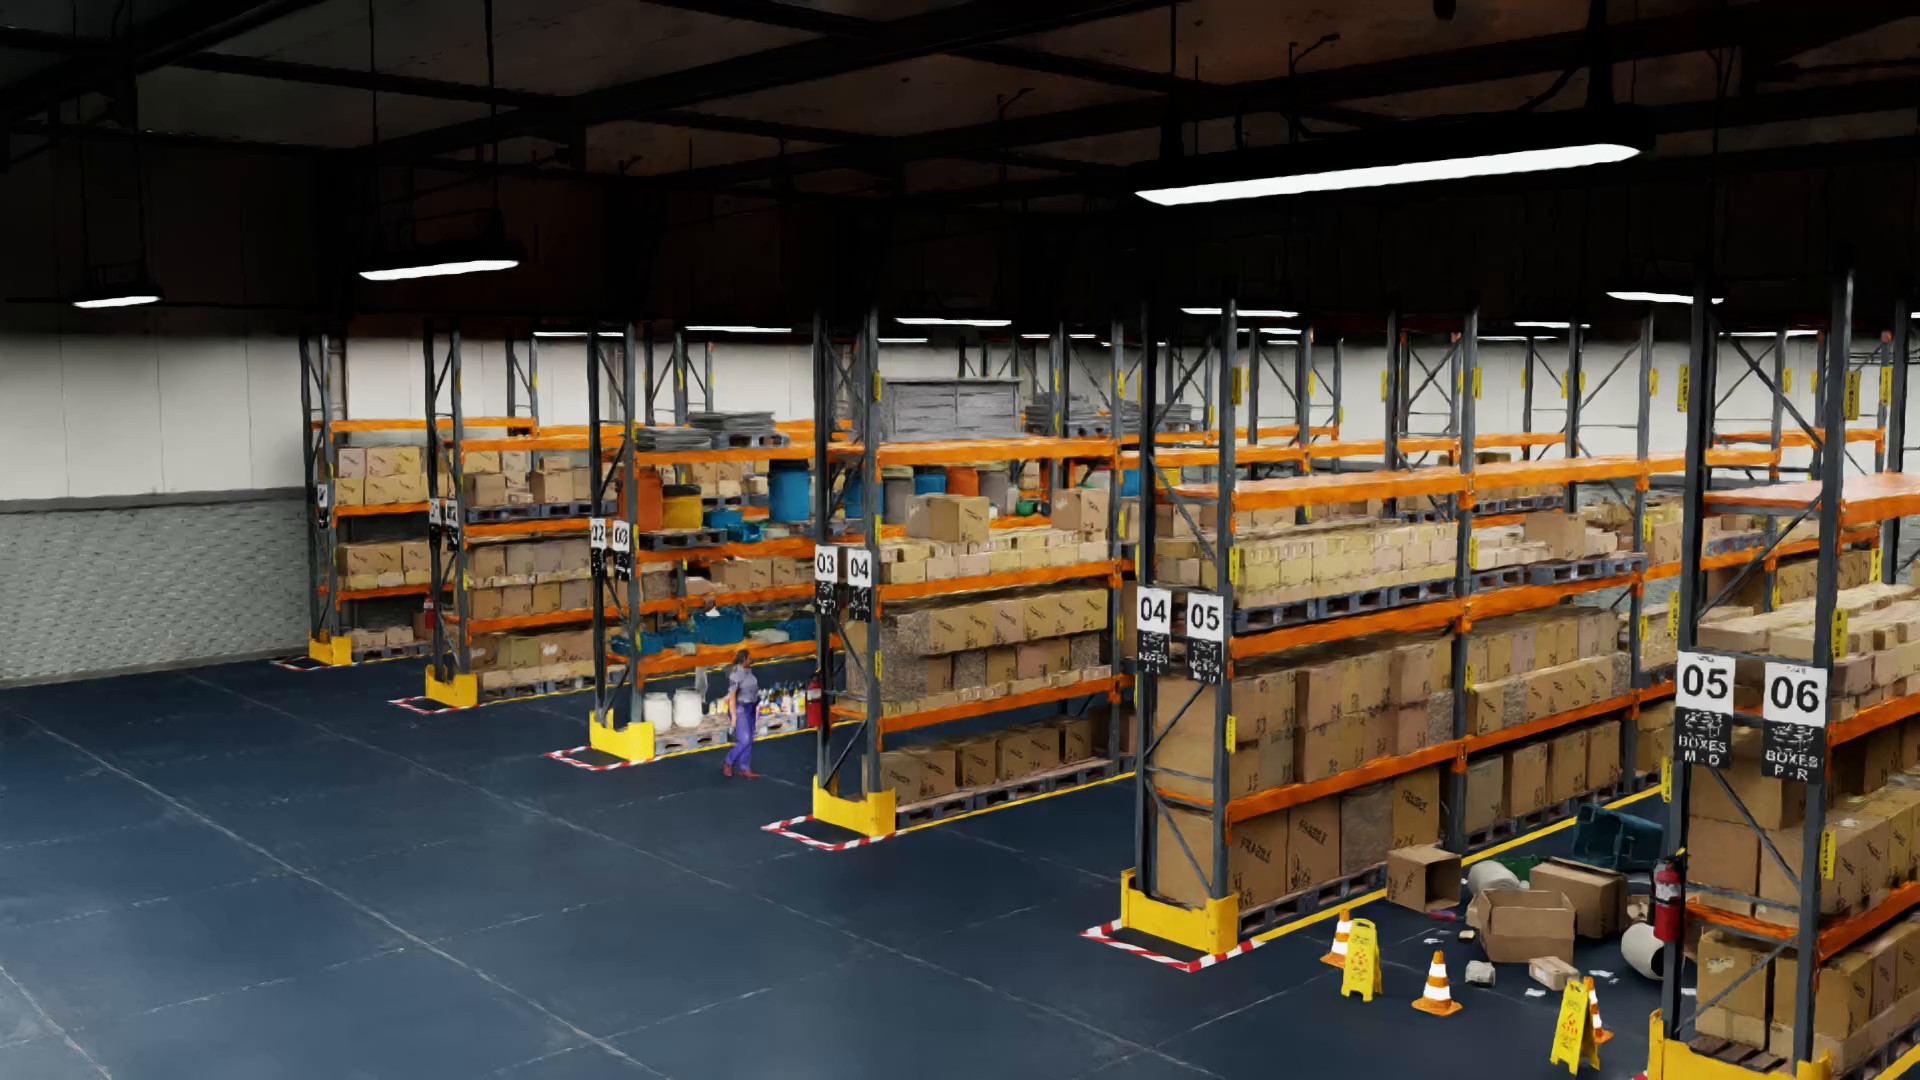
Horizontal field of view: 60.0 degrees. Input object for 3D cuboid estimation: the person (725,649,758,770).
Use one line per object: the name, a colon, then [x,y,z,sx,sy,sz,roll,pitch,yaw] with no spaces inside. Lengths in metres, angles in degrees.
person: [-2.776,2.175,21.206,0.408,1.576,0.520,2,6,19]

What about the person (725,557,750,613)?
person: [-4.486,1.025,33.512,0.549,1.394,0.831,6,8,44]

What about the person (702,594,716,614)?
person: [-3.819,1.479,25.874,0.429,0.829,0.598,-2,6,-23]
